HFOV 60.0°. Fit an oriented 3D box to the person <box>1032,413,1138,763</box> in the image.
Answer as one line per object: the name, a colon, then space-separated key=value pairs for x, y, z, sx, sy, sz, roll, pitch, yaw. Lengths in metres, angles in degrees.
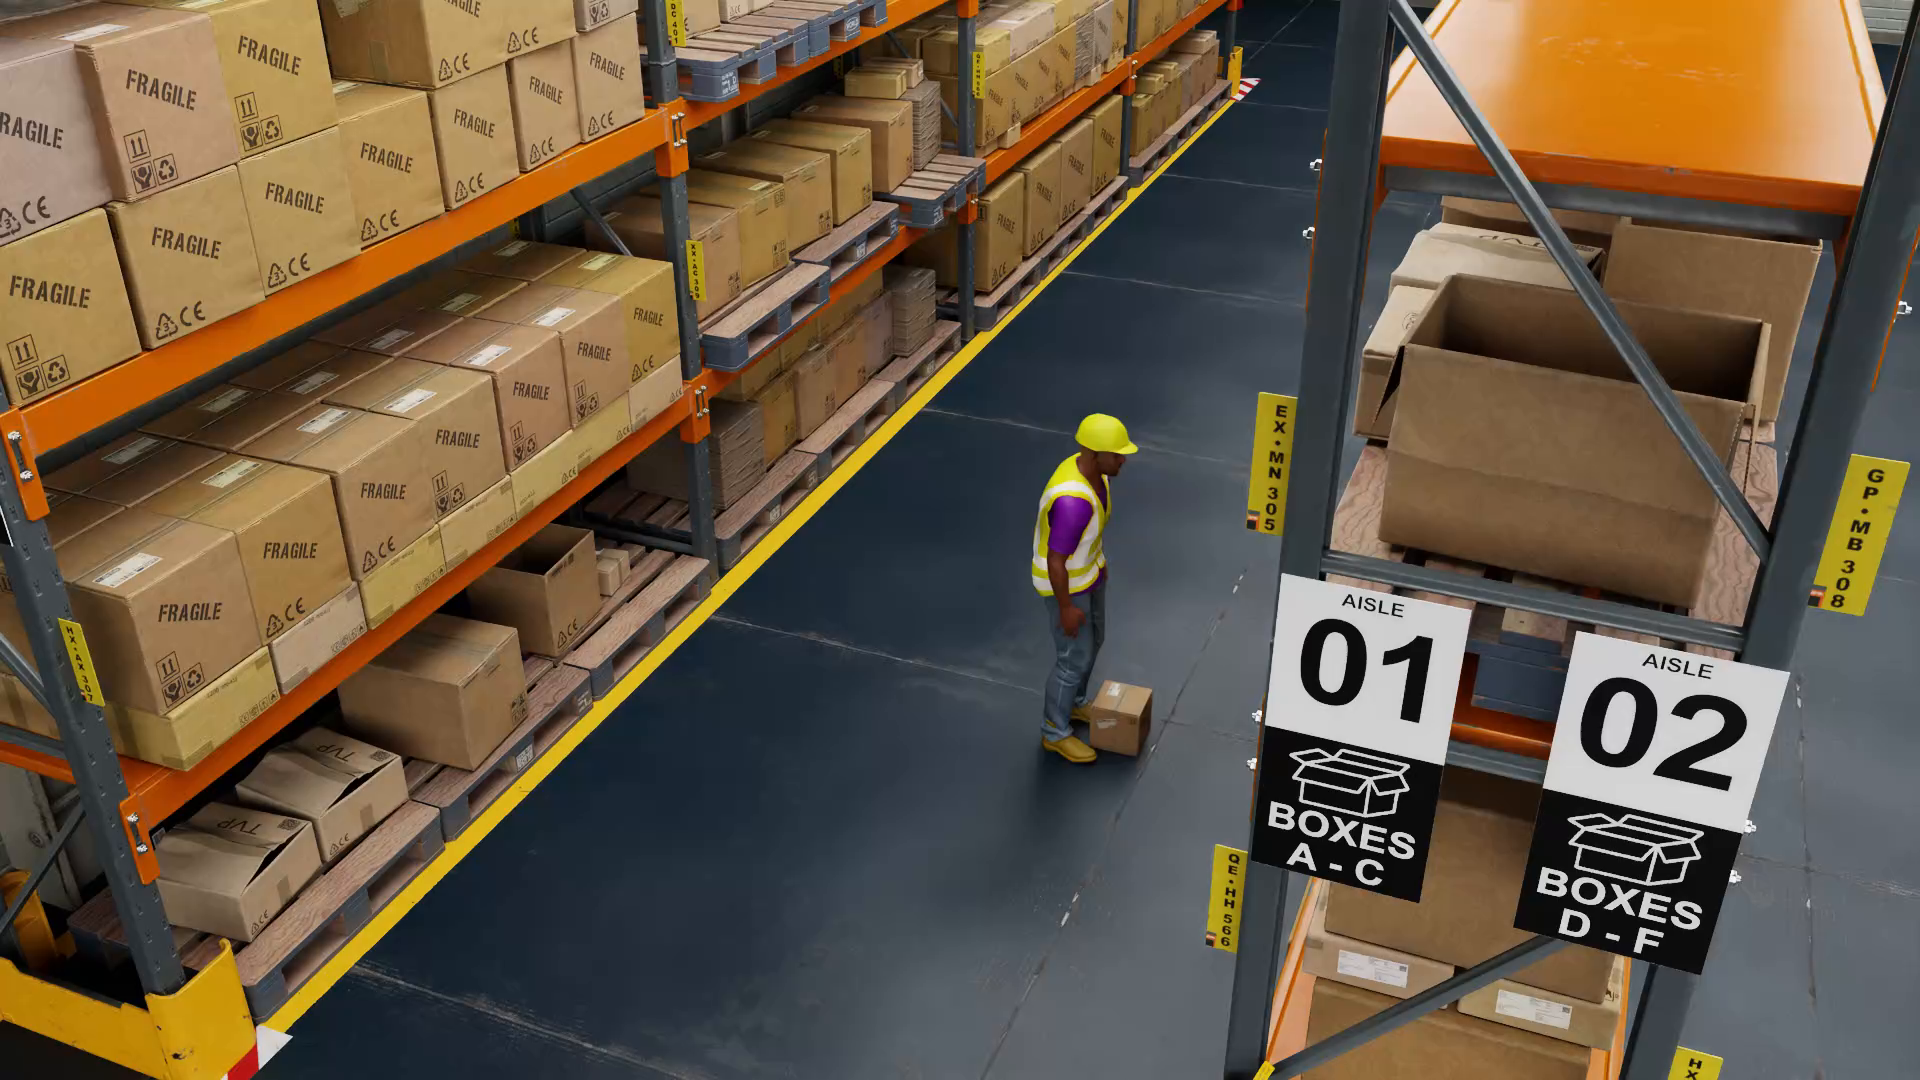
person: x=0.587 y=0.200 z=8.032 sx=0.461 sy=1.756 sz=0.621 roll=10 pitch=31 yaw=17
